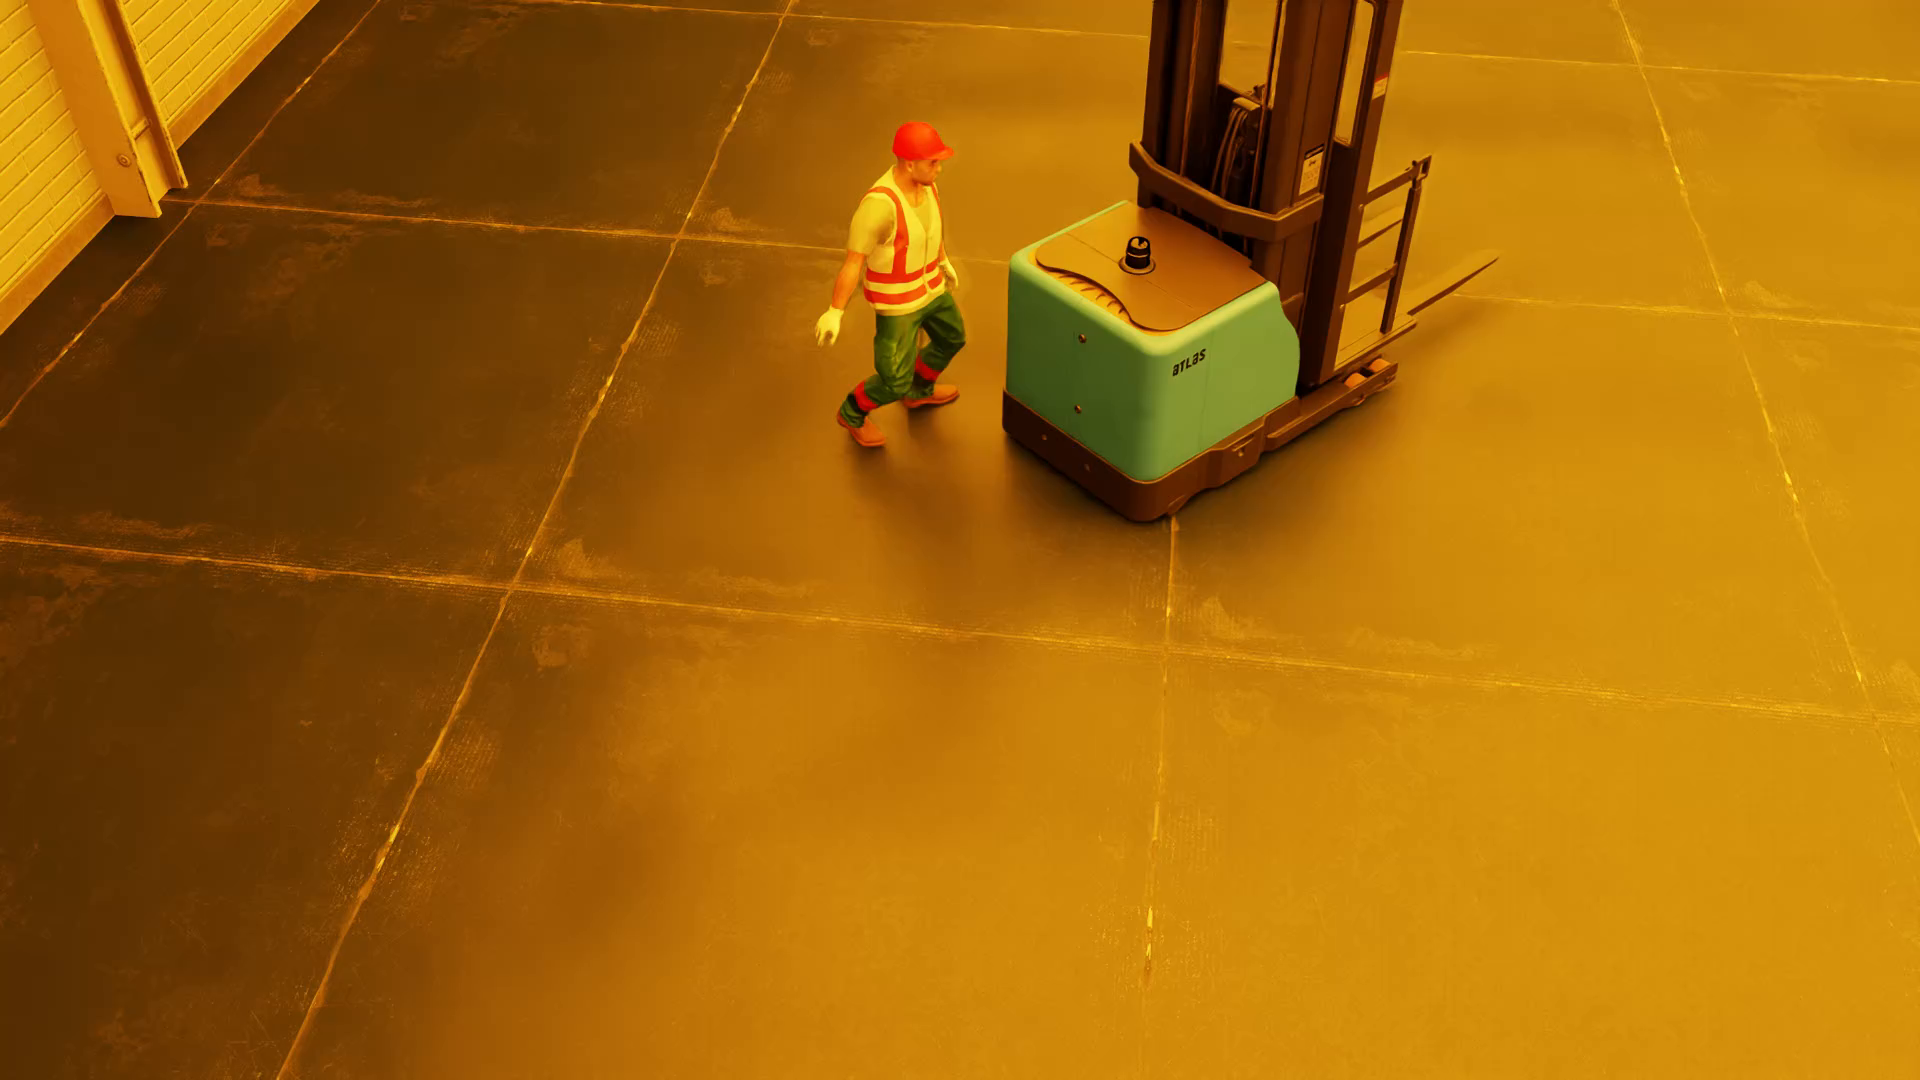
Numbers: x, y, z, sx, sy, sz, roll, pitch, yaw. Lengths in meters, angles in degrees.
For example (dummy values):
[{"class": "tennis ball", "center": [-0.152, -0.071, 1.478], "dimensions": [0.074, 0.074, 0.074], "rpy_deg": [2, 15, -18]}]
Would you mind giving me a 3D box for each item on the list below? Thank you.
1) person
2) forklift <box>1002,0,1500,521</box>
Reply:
[{"class": "person", "center": [-0.340, -1.186, 7.926], "dimensions": [0.496, 1.703, 0.895], "rpy_deg": [28, 49, 27]}, {"class": "forklift", "center": [1.659, -2.021, 7.924], "dimensions": [3.031, 2.935, 1.130], "rpy_deg": [-30, 50, -29]}]
